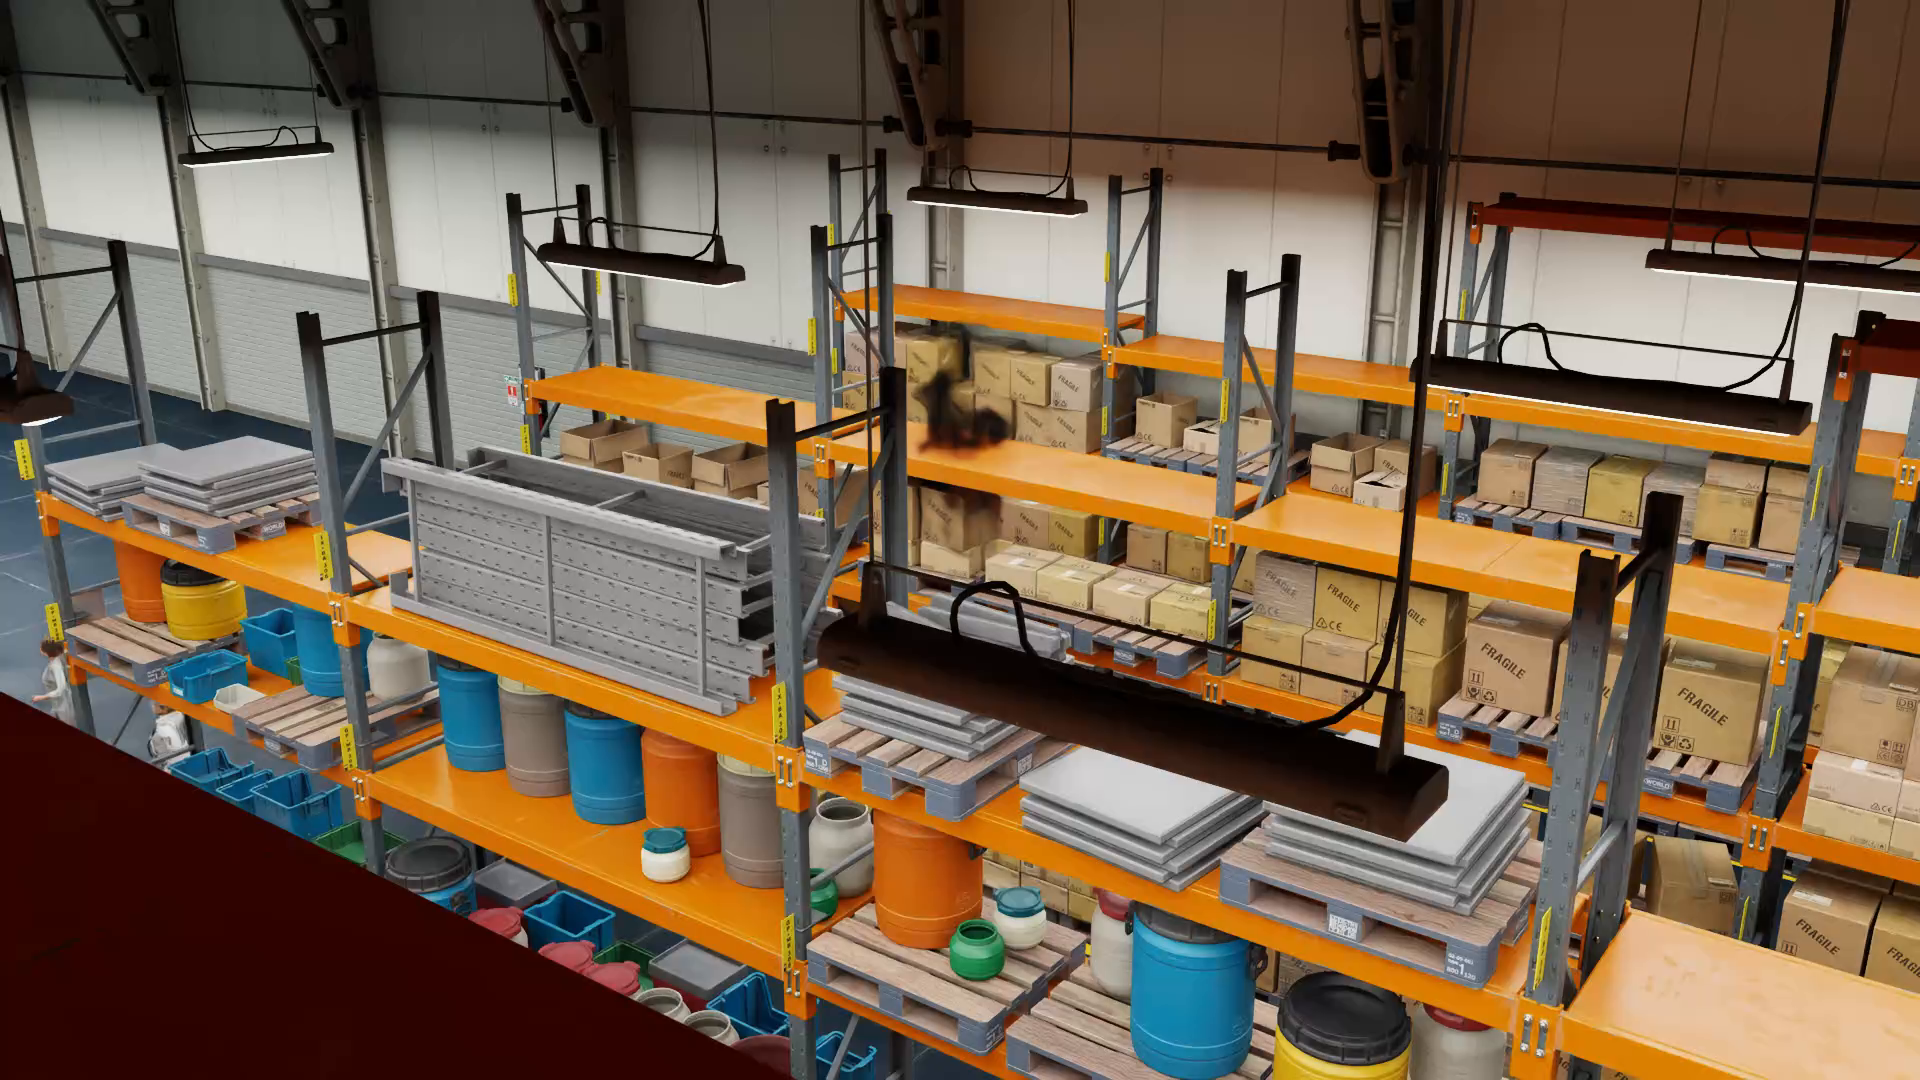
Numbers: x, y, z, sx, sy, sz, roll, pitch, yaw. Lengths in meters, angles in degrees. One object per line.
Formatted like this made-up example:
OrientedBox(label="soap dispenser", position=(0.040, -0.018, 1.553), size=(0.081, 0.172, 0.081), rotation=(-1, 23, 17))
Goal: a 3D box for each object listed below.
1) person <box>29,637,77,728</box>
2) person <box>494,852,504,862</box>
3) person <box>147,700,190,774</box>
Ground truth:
OrientedBox(label="person", position=(-9.408, 1.743, 17.429), size=(0.575, 1.571, 0.543), rotation=(-9, 21, -26))
OrientedBox(label="person", position=(-3.964, 2.567, 14.814), size=(0.639, 1.663, 0.696), rotation=(12, 22, 32))
OrientedBox(label="person", position=(-7.556, 2.167, 16.010), size=(0.893, 1.651, 0.674), rotation=(-1, 19, -4))
